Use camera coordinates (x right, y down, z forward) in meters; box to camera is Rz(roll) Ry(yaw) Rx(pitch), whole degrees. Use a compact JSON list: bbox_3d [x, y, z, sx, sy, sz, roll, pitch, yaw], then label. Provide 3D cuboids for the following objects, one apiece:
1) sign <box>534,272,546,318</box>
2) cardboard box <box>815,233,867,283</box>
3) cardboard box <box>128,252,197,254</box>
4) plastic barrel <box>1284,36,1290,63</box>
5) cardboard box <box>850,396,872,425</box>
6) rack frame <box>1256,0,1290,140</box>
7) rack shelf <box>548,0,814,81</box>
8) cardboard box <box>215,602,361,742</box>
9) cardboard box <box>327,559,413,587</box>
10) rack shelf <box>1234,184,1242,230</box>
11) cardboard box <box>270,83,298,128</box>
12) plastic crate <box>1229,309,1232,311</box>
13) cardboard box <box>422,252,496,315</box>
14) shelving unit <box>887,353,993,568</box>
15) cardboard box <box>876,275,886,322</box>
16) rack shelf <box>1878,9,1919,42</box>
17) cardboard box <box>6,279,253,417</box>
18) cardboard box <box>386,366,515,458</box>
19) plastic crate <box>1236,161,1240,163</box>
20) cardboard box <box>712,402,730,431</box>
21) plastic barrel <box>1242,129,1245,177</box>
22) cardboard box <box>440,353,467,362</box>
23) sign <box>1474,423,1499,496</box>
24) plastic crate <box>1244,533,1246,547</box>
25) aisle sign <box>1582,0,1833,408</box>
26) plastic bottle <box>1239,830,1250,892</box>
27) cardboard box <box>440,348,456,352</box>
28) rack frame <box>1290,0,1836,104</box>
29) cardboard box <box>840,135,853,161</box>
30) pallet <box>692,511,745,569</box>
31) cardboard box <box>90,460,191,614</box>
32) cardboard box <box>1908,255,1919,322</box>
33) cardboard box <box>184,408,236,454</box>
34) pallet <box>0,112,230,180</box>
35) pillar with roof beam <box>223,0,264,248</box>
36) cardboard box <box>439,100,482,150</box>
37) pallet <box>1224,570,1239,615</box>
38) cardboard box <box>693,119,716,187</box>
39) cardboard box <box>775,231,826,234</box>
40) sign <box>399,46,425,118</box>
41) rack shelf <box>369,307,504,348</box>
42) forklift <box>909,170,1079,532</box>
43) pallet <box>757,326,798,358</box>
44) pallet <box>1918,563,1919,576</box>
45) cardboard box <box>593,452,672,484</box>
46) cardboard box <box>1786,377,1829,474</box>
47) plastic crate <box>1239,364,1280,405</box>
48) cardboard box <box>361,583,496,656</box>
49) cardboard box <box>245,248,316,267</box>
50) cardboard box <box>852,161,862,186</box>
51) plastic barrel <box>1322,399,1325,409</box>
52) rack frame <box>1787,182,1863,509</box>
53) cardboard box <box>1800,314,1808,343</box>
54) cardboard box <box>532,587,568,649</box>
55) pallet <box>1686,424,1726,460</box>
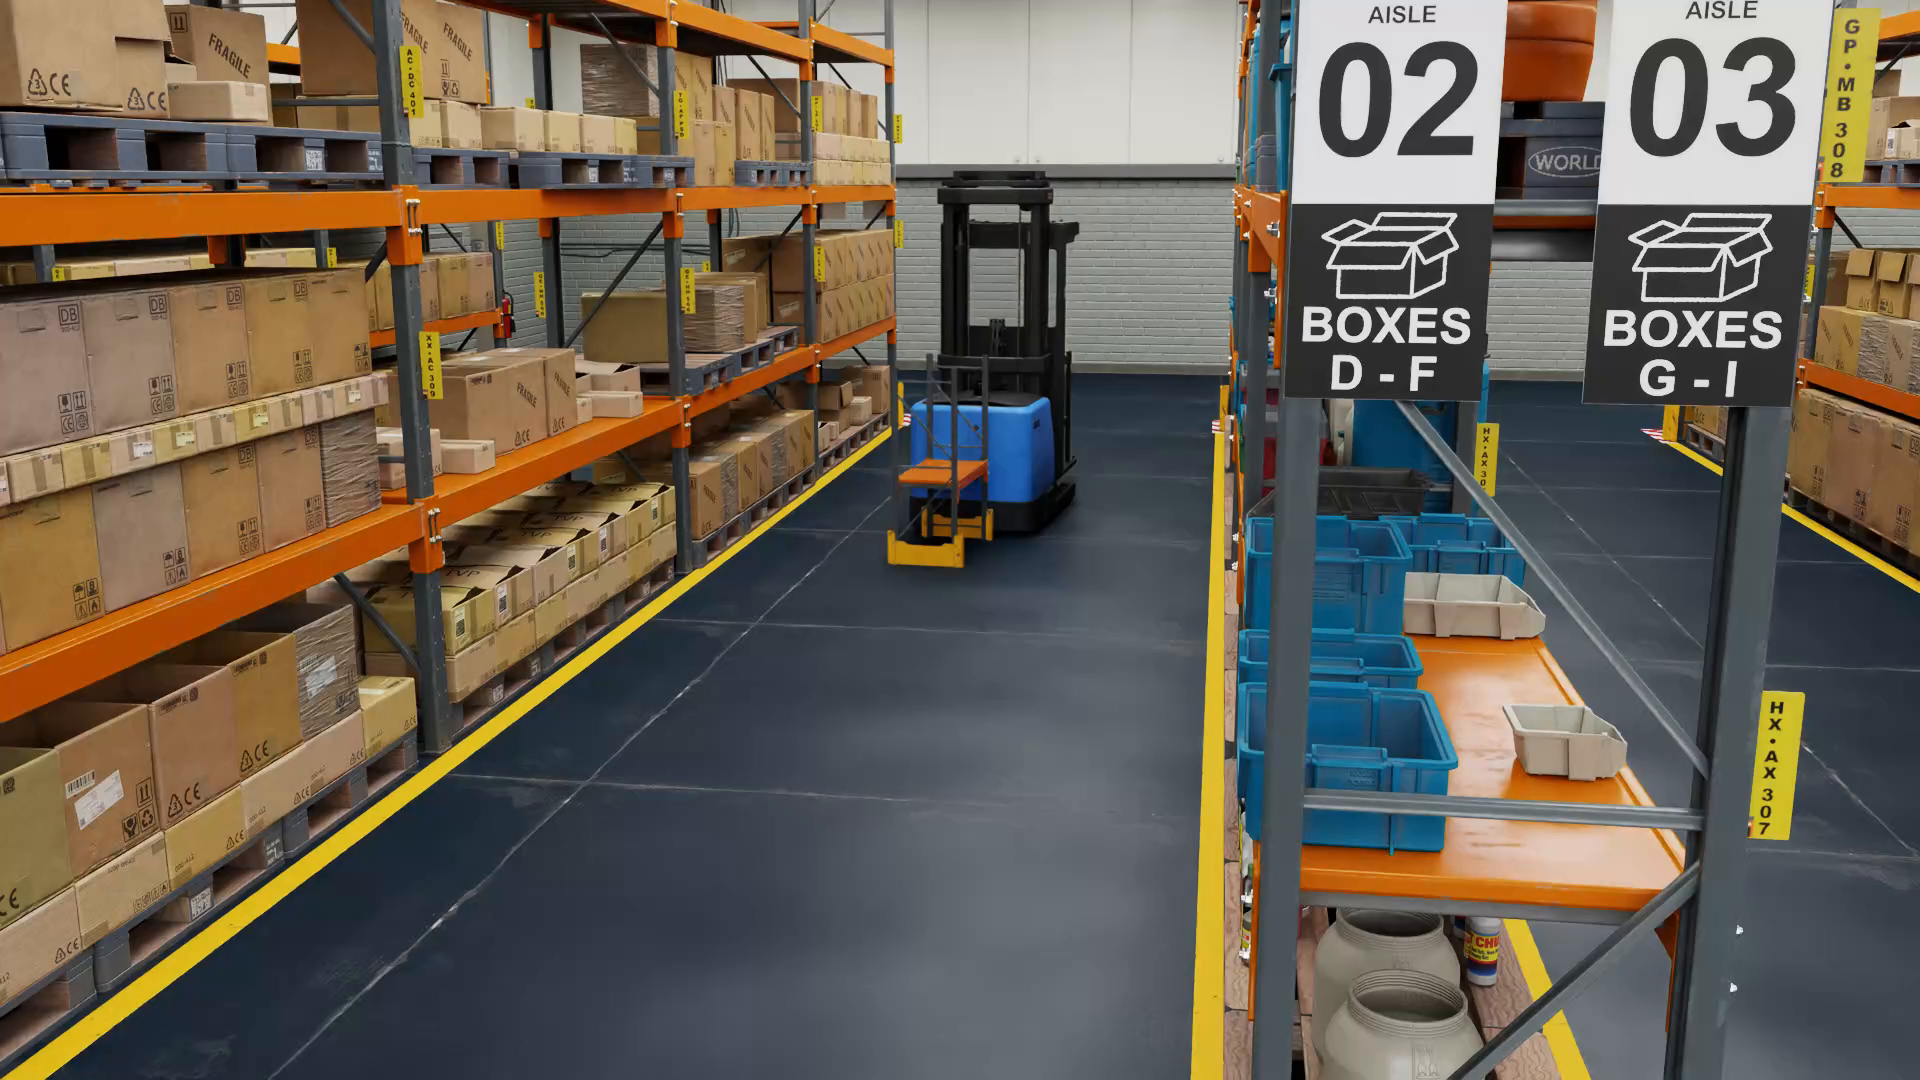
[{"bbox_3d":[-3.033,-1.777,12.057,0.100,0.325,0.005,2,12,9],"label":"sign"},{"bbox_3d":[-1.293,-3.015,17.753,0.500,0.500,0.500,2,12,10],"label":"cardboard box"},{"bbox_3d":[-7.250,-2.496,15.184,0.500,0.250,0.500,1,12,7],"label":"cardboard box"},{"bbox_3d":[1.523,-1.883,6.728,0.421,0.512,0.421,0,12,0],"label":"plastic barrel"},{"bbox_3d":[-1.281,-1.452,18.594,0.500,0.250,0.500,2,12,9],"label":"cardboard box"},{"bbox_3d":[1.783,-3.172,6.854,1.000,3.000,0.127,2,12,9],"label":"rack frame"},{"bbox_3d":[-2.188,-4.036,13.516,1.077,0.370,4.000,2,12,9],"label":"rack shelf"},{"bbox_3d":[-3.054,0.579,7.439,0.500,0.500,0.500,2,12,9],"label":"cardboard box"},{"bbox_3d":[-3.258,0.262,9.359,0.500,0.311,0.500,2,12,10],"label":"cardboard box"},{"bbox_3d":[2.706,-2.603,13.041,1.077,0.370,4.000,2,12,9],"label":"rack shelf"},{"bbox_3d":[-6.899,-4.393,16.979,0.500,0.500,0.500,2,12,8],"label":"cardboard box"},{"bbox_3d":[3.134,-2.533,18.612,0.250,0.136,0.298,2,12,9],"label":"plastic crate"},{"bbox_3d":[-6.229,-3.099,20.041,0.980,0.700,0.700,2,12,11],"label":"cardboard box"},{"bbox_3d":[-0.141,-0.645,12.924,0.587,1.500,1.083,3,13,13],"label":"shelving unit"},{"bbox_3d":[-1.141,-2.738,18.840,0.500,0.500,0.500,2,12,9],"label":"cardboard box"},{"bbox_3d":[7.600,-3.714,12.023,1.077,0.370,4.000,2,12,9],"label":"rack shelf"},{"bbox_3d":[-3.327,-0.782,6.686,0.700,0.500,0.500,2,12,9],"label":"cardboard box"},{"bbox_3d":[-2.895,-0.719,9.472,0.500,0.500,0.500,3,12,13],"label":"cardboard box"},{"bbox_3d":[2.838,-3.489,15.843,0.416,0.233,0.300,2,12,9],"label":"plastic crate"},{"bbox_3d":[-2.349,-1.125,14.703,0.500,0.250,0.500,2,12,9],"label":"cardboard box"},{"bbox_3d":[2.048,-2.539,10.768,0.421,0.512,0.421,0,12,0],"label":"plastic barrel"},{"bbox_3d":[-6.047,-2.124,19.628,0.380,0.149,0.250,2,12,10],"label":"cardboard box"},{"bbox_3d":[2.325,-0.355,7.364,0.100,0.325,0.005,2,12,9],"label":"sign"},{"bbox_3d":[1.296,0.137,6.240,0.450,0.188,0.662,2,12,9],"label":"plastic crate"},{"bbox_3d":[1.446,-0.653,3.235,0.394,0.787,0.004,2,12,9],"label":"aisle sign"},{"bbox_3d":[1.126,1.161,6.229,0.144,0.351,0.185,2,12,11],"label":"plastic bottle"},{"bbox_3d":[-6.348,-2.243,20.177,0.380,0.149,0.250,2,12,9],"label":"cardboard box"},{"bbox_3d":[1.168,-2.340,2.990,1.000,3.000,0.127,2,12,9],"label":"rack frame"},{"bbox_3d":[-1.396,-4.005,17.006,0.500,0.250,0.500,2,12,9],"label":"cardboard box"},{"bbox_3d":[-2.343,-0.025,13.107,1.003,0.211,1.213,2,12,9],"label":"pallet"},{"bbox_3d":[-3.406,-0.036,6.305,0.700,0.500,0.500,2,12,10],"label":"cardboard box"},{"bbox_3d":[7.621,-1.878,12.471,0.797,0.503,0.637,2,12,10],"label":"cardboard box"},{"bbox_3d":[-3.137,-0.439,6.634,0.380,0.149,0.250,2,12,10],"label":"cardboard box"},{"bbox_3d":[-3.406,-1.393,5.925,1.003,0.211,1.213,2,12,9],"label":"pallet"},{"bbox_3d":[-3.269,-5.193,16.230,9.100,9.000,0.400,2,12,9],"label":"pillar with roof beam"},{"bbox_3d":[-2.925,-2.242,9.015,0.500,0.250,0.500,1,12,3],"label":"cardboard box"},{"bbox_3d":[2.241,0.451,10.901,1.003,0.211,1.213,2,12,9],"label":"pallet"},{"bbox_3d":[-2.383,-2.947,12.691,0.910,0.500,0.500,2,12,9],"label":"cardboard box"},{"bbox_3d":[-1.749,-3.140,18.332,0.500,0.500,0.500,2,12,9],"label":"cardboard box"},{"bbox_3d":[-2.562,-2.141,7.774,0.100,0.325,0.005,2,12,9],"label":"sign"},{"bbox_3d":[-6.468,-2.291,18.711,1.077,0.370,4.000,2,12,9],"label":"rack shelf"},{"bbox_3d":[0.431,-1.761,14.707,1.130,2.935,3.031,3,13,13],"label":"forklift"},{"bbox_3d":[-2.111,-1.810,15.227,1.003,0.211,1.213,2,12,9],"label":"pallet"},{"bbox_3d":[7.488,0.289,11.649,1.003,0.211,1.213,2,12,9],"label":"pallet"},{"bbox_3d":[-2.584,-0.429,13.254,0.500,0.500,0.500,2,12,11],"label":"cardboard box"},{"bbox_3d":[8.088,-1.046,15.274,0.875,0.875,0.875,2,12,9],"label":"cardboard box"},{"bbox_3d":[1.848,-0.777,9.828,0.402,0.464,0.583,2,12,9],"label":"plastic crate"},{"bbox_3d":[-2.801,0.386,8.783,0.500,0.311,0.500,2,12,9],"label":"cardboard box"},{"bbox_3d":[-6.595,-2.691,16.090,0.500,0.250,0.500,2,12,10],"label":"cardboard box"},{"bbox_3d":[-1.328,-3.865,17.543,0.500,0.250,0.500,2,12,9],"label":"cardboard box"},{"bbox_3d":[2.451,-0.906,10.312,0.421,0.512,0.421,0,12,0],"label":"plastic barrel"},{"bbox_3d":[7.908,-1.745,14.469,1.000,3.000,0.127,2,12,9],"label":"rack frame"},{"bbox_3d":[7.716,-1.917,14.919,0.500,0.250,0.500,2,12,8],"label":"cardboard box"},{"bbox_3d":[-2.647,0.448,9.827,0.500,0.250,0.500,1,12,7],"label":"cardboard box"},{"bbox_3d":[8.477,-1.045,17.842,1.003,0.211,1.213,2,12,9],"label":"pallet"}]
